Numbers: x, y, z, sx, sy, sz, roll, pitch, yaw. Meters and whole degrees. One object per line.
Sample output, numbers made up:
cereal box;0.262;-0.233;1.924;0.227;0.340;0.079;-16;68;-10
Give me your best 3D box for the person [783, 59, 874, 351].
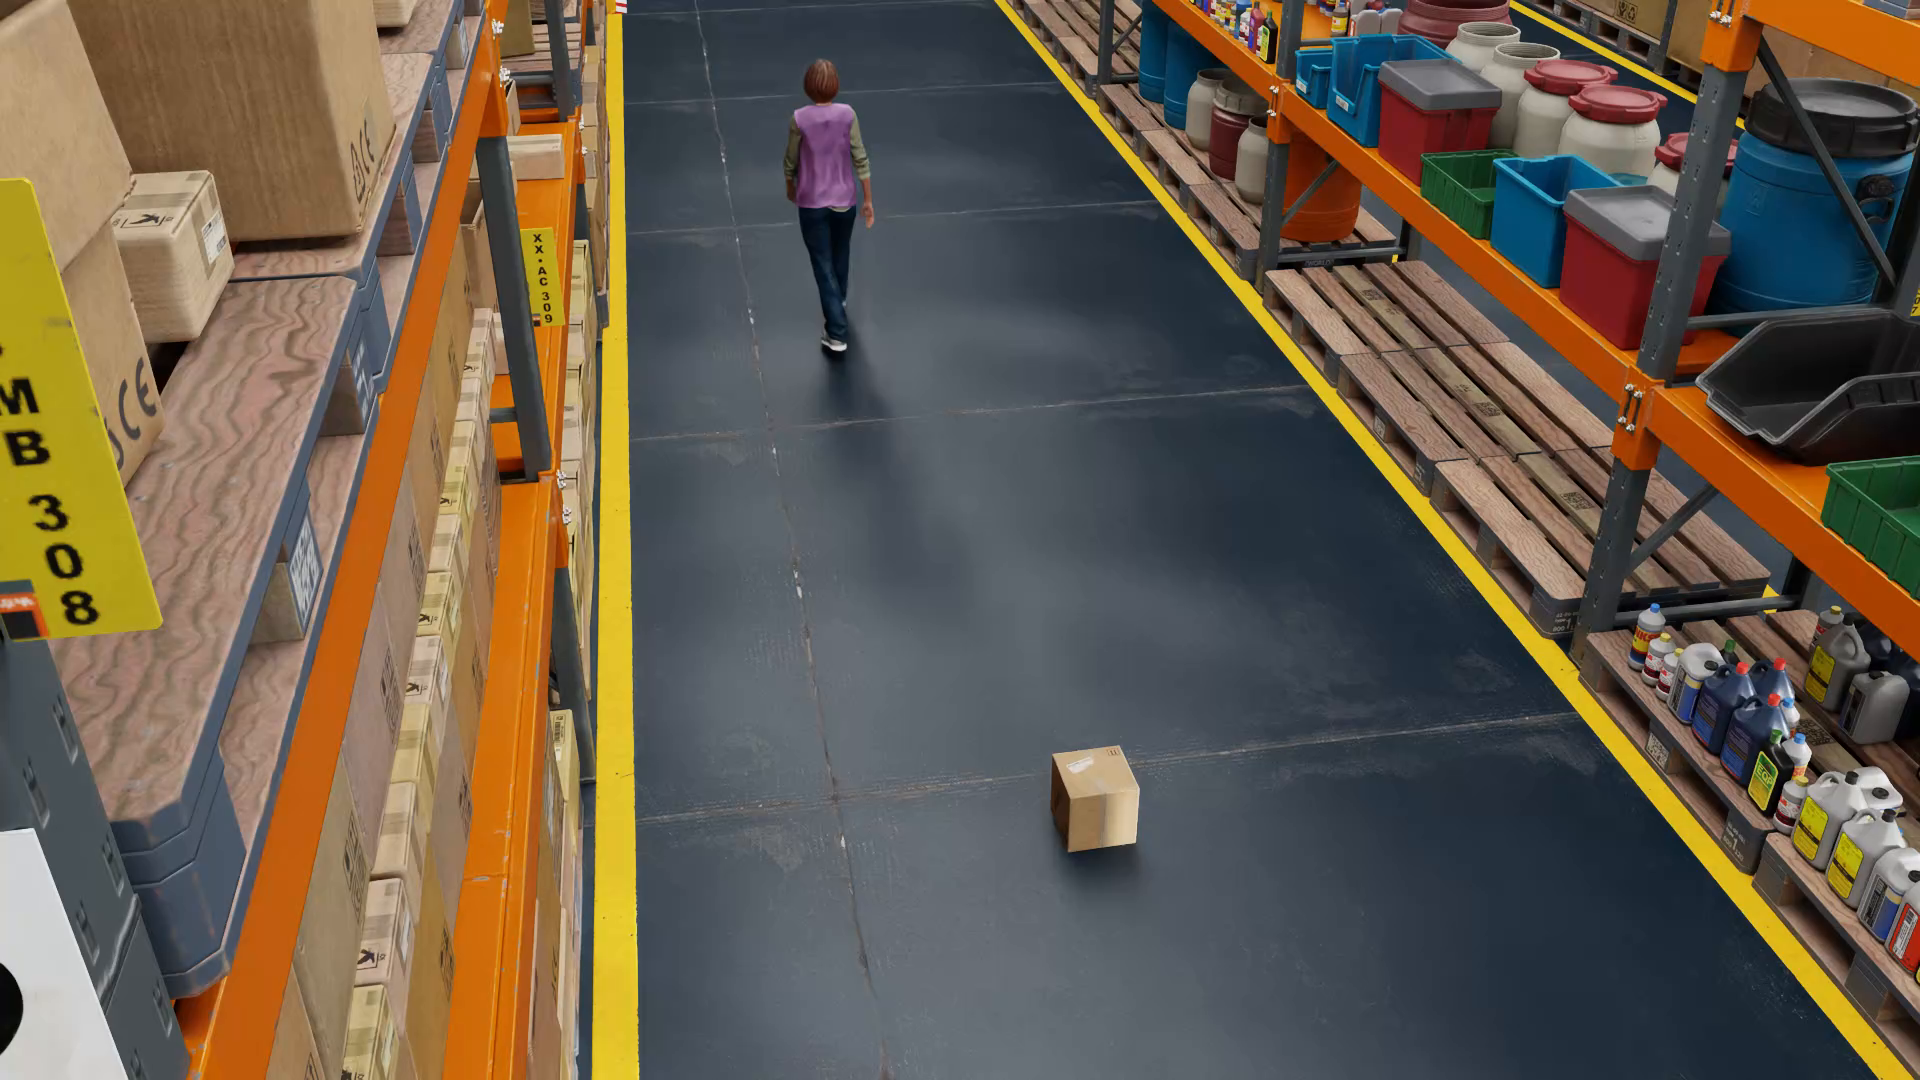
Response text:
person;-0.750;-1.909;9.283;0.450;1.562;0.859;-11;33;-18
